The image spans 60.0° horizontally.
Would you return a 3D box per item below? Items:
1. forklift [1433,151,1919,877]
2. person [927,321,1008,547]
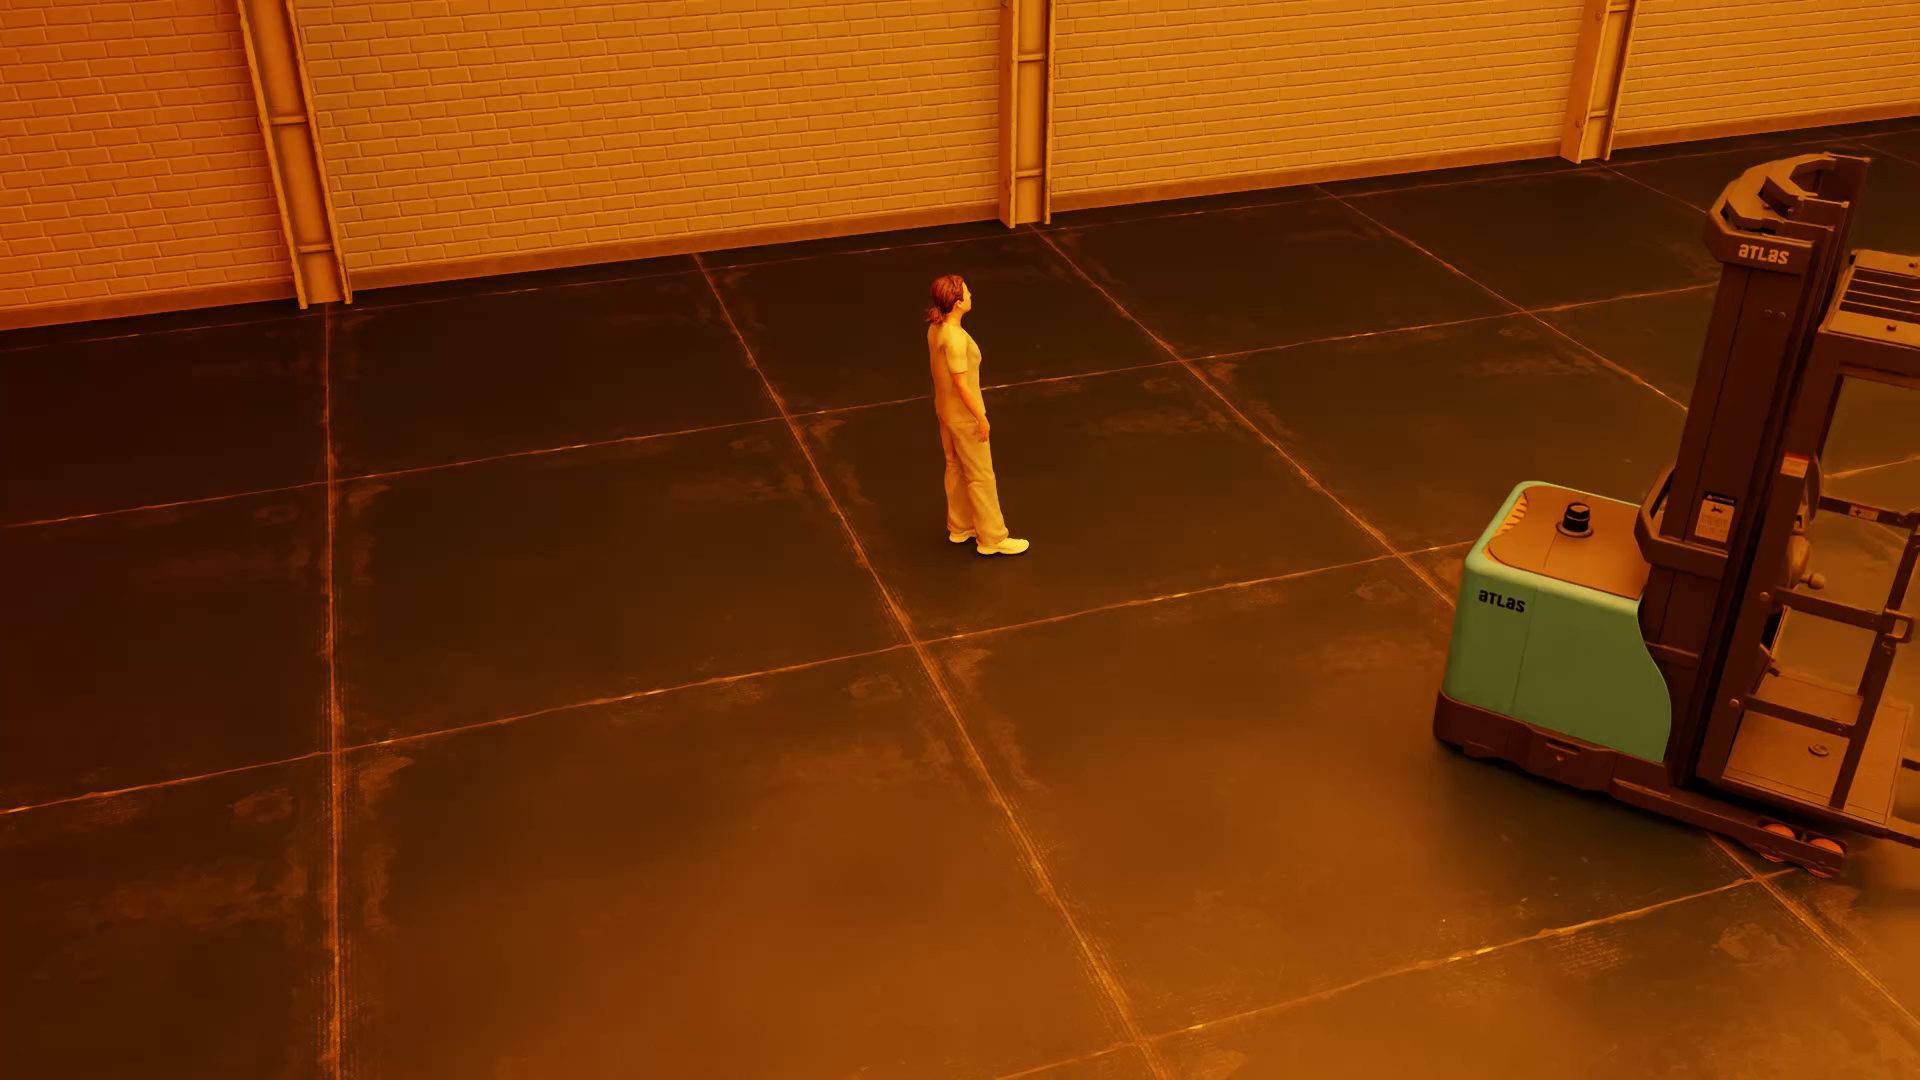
[{"bbox_3d":[3.869,-0.072,7.212,3.031,2.935,1.130,17,34,27],"label":"forklift"},{"bbox_3d":[0.030,-0.655,9.651,0.395,1.361,0.517,-10,31,-16],"label":"person"}]
